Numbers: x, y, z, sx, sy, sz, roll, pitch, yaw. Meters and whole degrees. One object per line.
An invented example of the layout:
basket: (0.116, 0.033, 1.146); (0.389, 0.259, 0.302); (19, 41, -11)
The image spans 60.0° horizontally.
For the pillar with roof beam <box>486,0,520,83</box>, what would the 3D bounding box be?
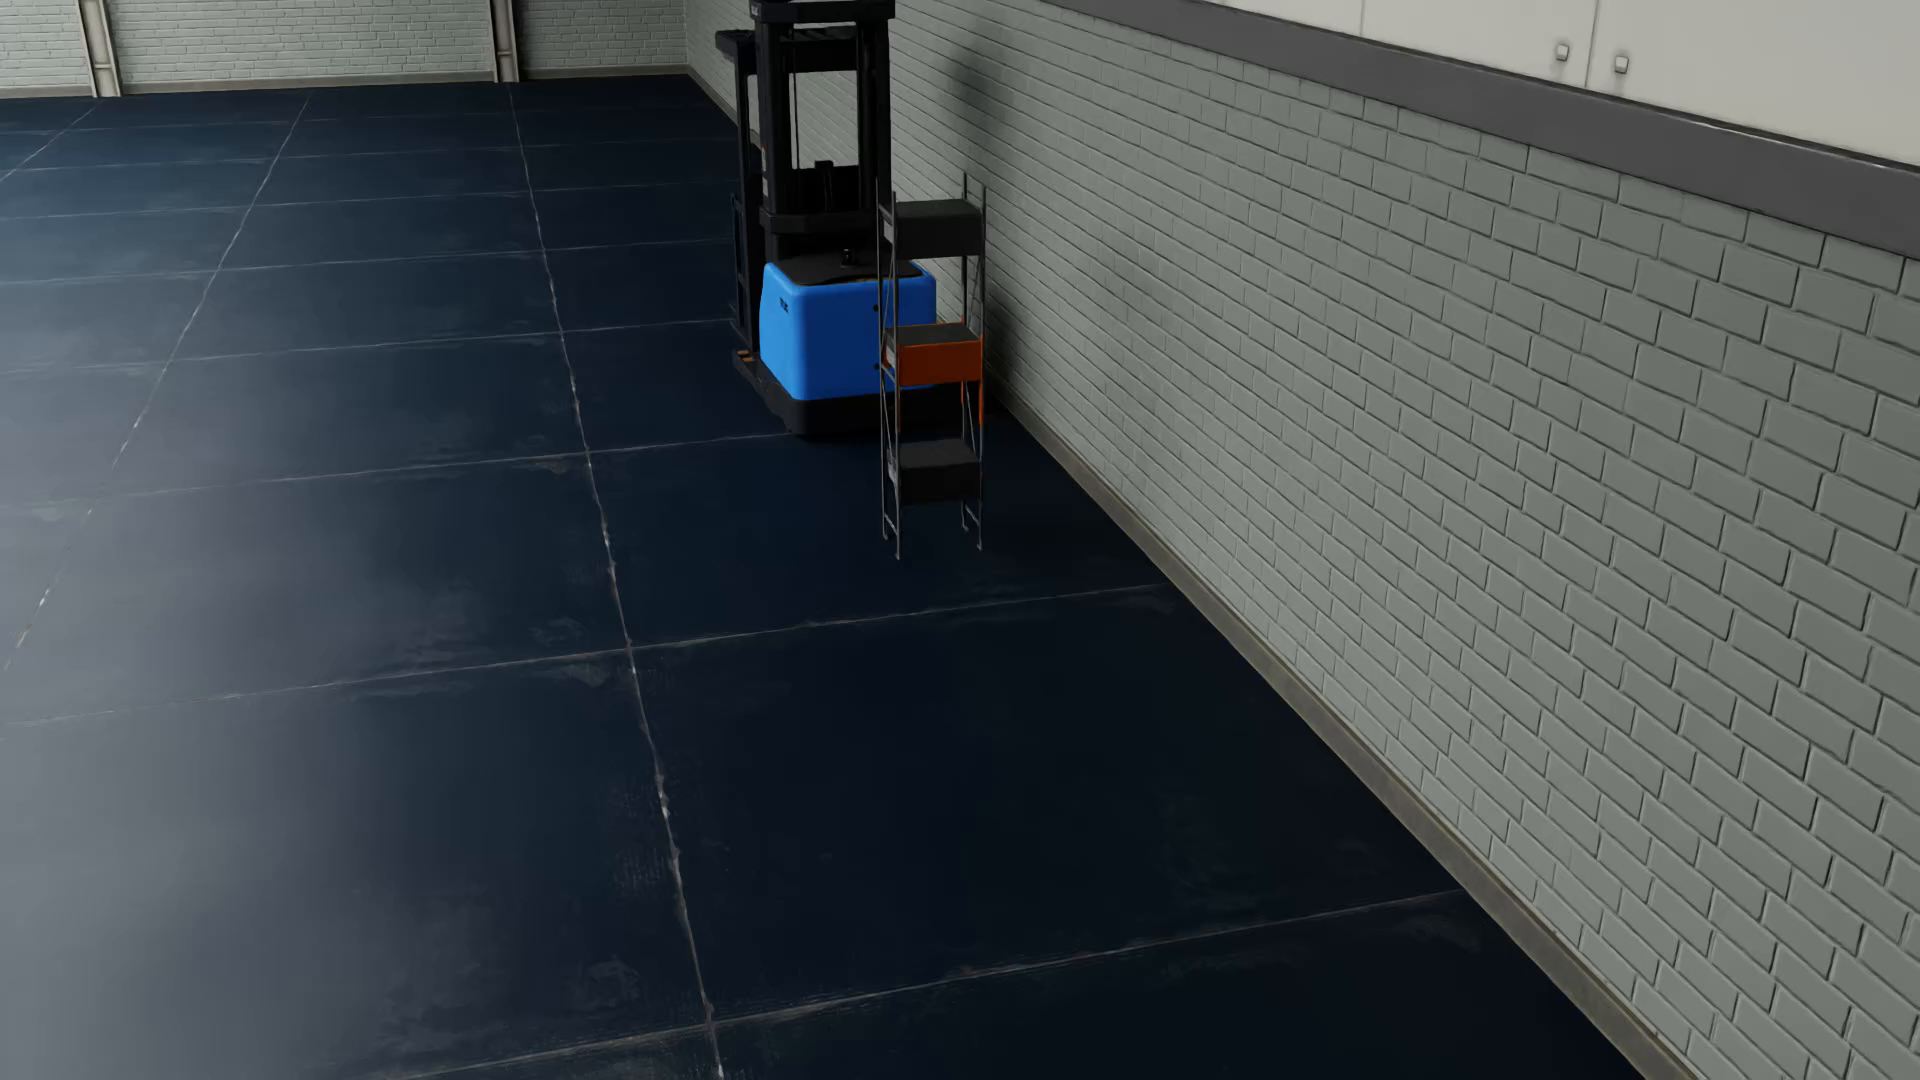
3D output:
pillar with roof beam: (-6.280, -10.042, 21.741); (0.400, 9.000, 9.100); (-6, 24, -14)

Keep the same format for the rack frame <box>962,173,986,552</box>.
rack frame: (0.076, -0.973, 9.355); (0.015, 2.100, 0.400); (-6, 24, -14)

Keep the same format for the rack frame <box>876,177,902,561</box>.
rack frame: (-0.394, -0.921, 9.234); (0.015, 2.100, 0.400); (-6, 24, -14)

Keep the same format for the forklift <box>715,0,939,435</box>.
forklift: (-1.106, -2.609, 12.113); (1.130, 2.935, 3.031); (-8, 24, -17)

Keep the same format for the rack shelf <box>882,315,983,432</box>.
rack shelf: (-0.159, -0.935, 9.300); (0.480, 0.518, 0.431); (-6, 24, -14)

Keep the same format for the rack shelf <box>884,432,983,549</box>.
rack shelf: (-0.159, -0.291, 9.576); (0.480, 0.518, 0.431); (-6, 24, -14)

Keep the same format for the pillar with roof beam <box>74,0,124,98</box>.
pillar with roof beam: (-12.057, -9.403, 20.252); (0.400, 9.000, 9.100); (-6, 24, -14)

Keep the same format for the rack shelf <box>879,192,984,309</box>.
rack shelf: (-0.159, -1.578, 9.024); (0.480, 0.518, 0.431); (-6, 24, -14)

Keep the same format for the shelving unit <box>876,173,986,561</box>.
shelving unit: (-0.159, -0.947, 9.295); (0.503, 2.100, 0.431); (-6, 24, -14)
